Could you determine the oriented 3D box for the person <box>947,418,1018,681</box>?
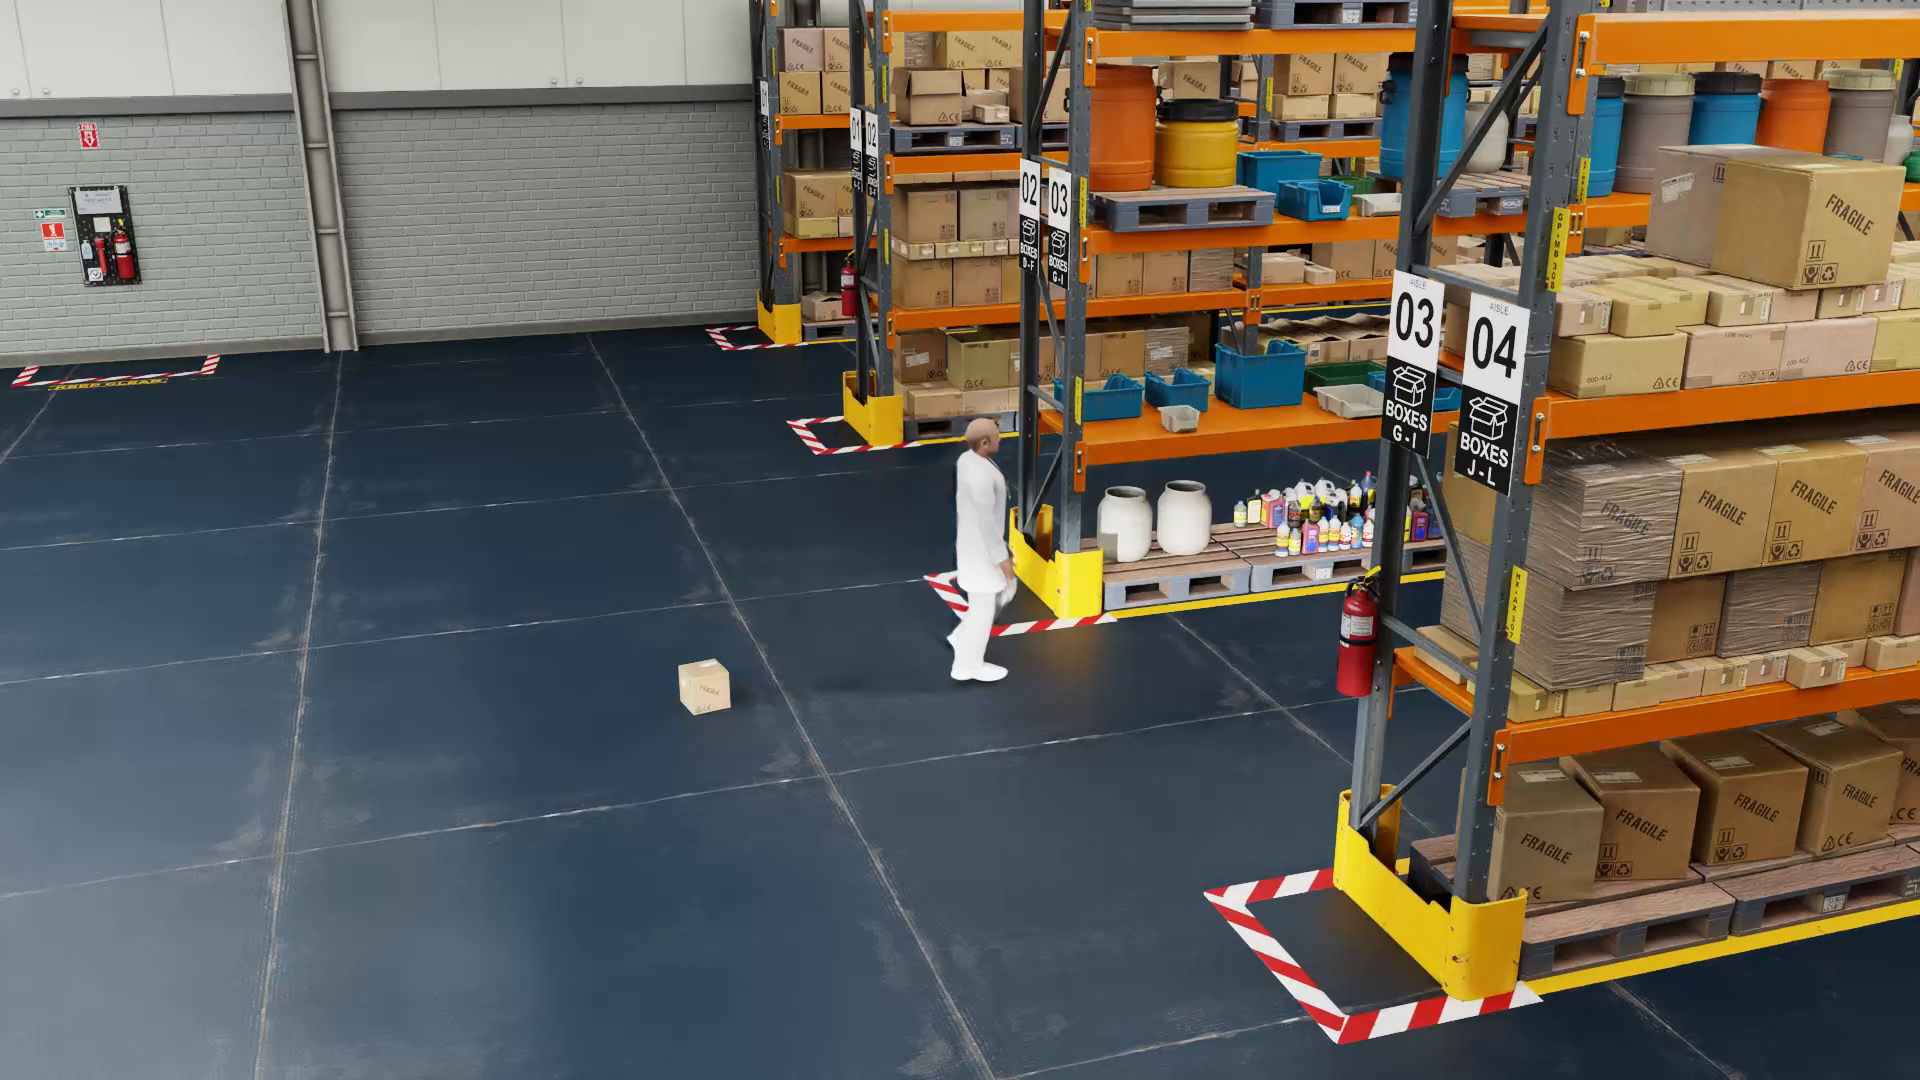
[{"bbox_3d":[0.162,0.079,10.817,0.480,1.805,0.587,-2,19,-6],"label":"person"}]
